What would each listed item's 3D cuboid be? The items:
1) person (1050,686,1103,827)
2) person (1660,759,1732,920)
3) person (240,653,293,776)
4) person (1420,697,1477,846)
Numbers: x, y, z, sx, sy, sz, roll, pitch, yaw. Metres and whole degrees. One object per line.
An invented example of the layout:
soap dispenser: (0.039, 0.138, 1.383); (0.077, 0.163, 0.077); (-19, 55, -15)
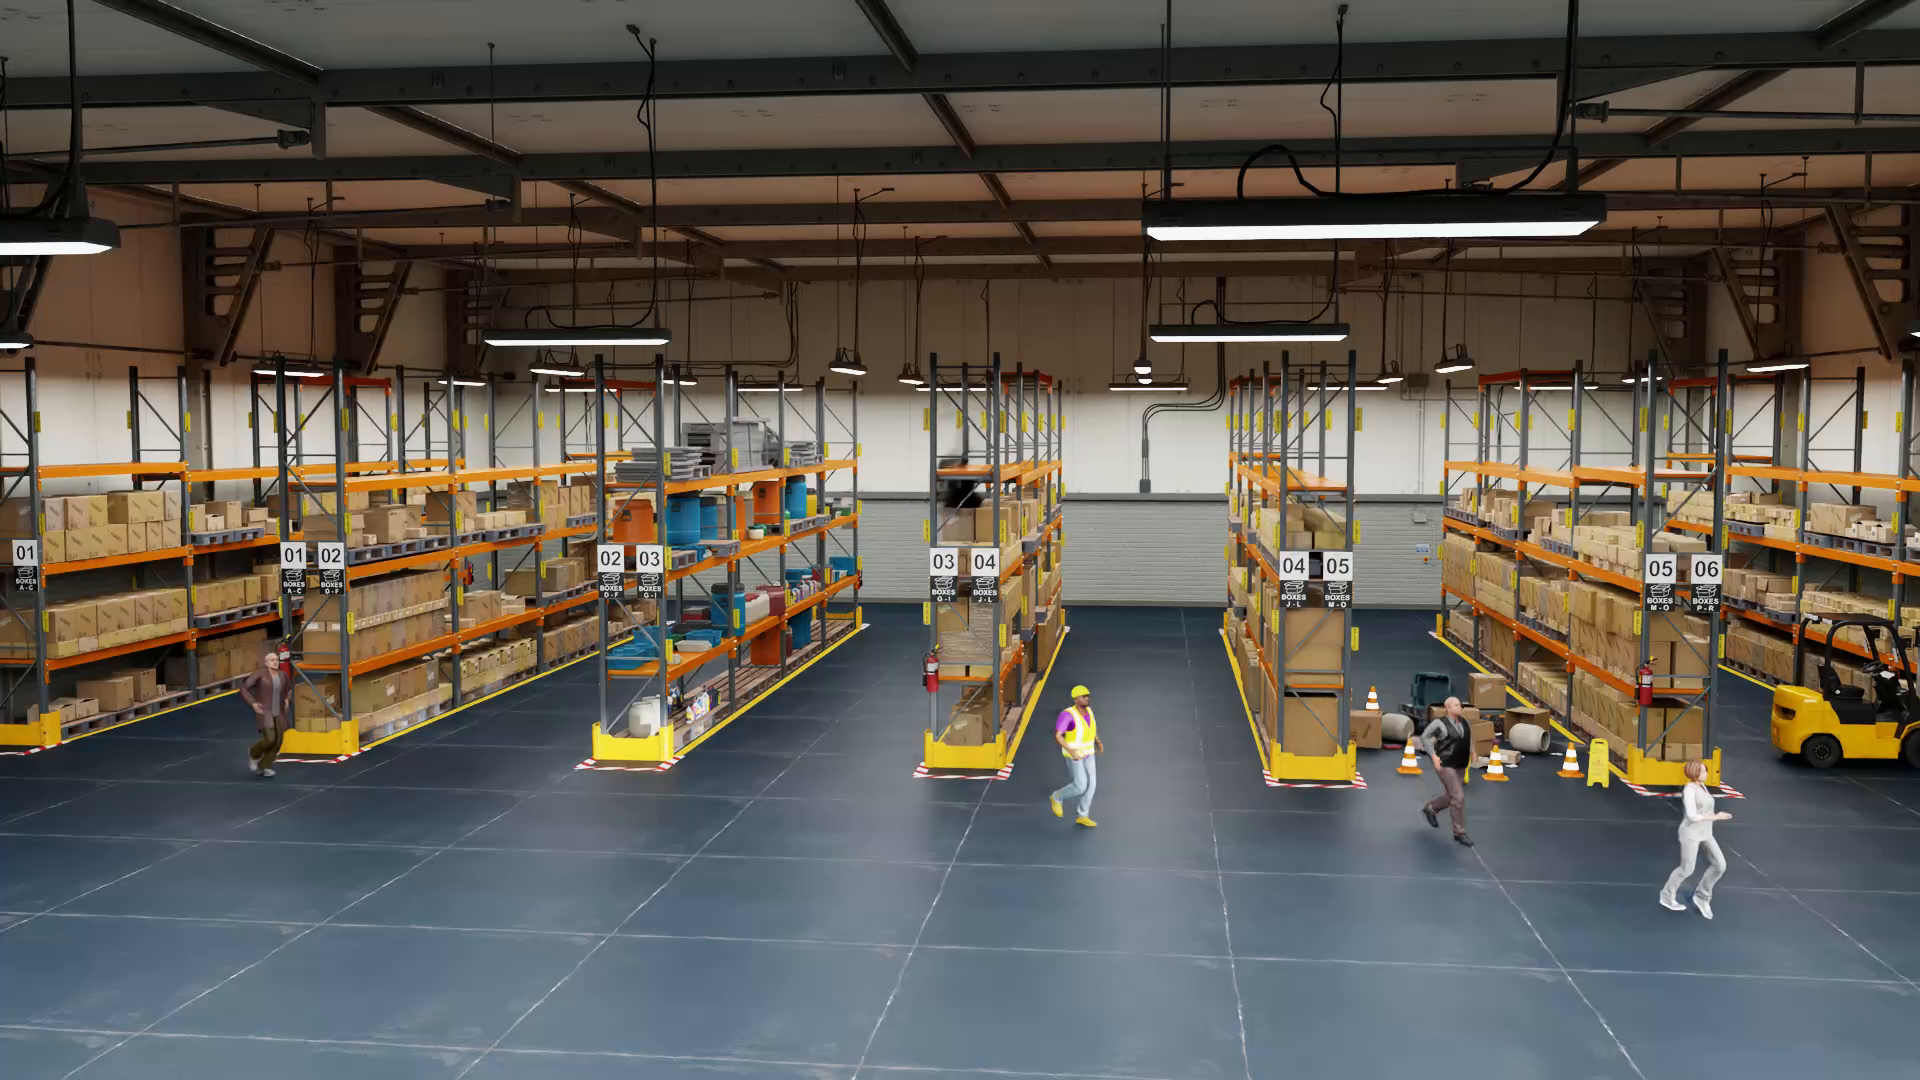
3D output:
person: (1.459, 2.673, 20.760); (0.724, 1.744, 0.653); (-4, 6, -45)
person: (7.432, 3.017, 16.771); (0.507, 1.621, 0.678); (-4, 5, -41)
person: (-9.780, 2.469, 23.602); (0.579, 1.731, 0.746); (3, 5, 37)
person: (5.884, 2.737, 20.000); (0.669, 1.726, 0.892); (-2, 5, -31)
